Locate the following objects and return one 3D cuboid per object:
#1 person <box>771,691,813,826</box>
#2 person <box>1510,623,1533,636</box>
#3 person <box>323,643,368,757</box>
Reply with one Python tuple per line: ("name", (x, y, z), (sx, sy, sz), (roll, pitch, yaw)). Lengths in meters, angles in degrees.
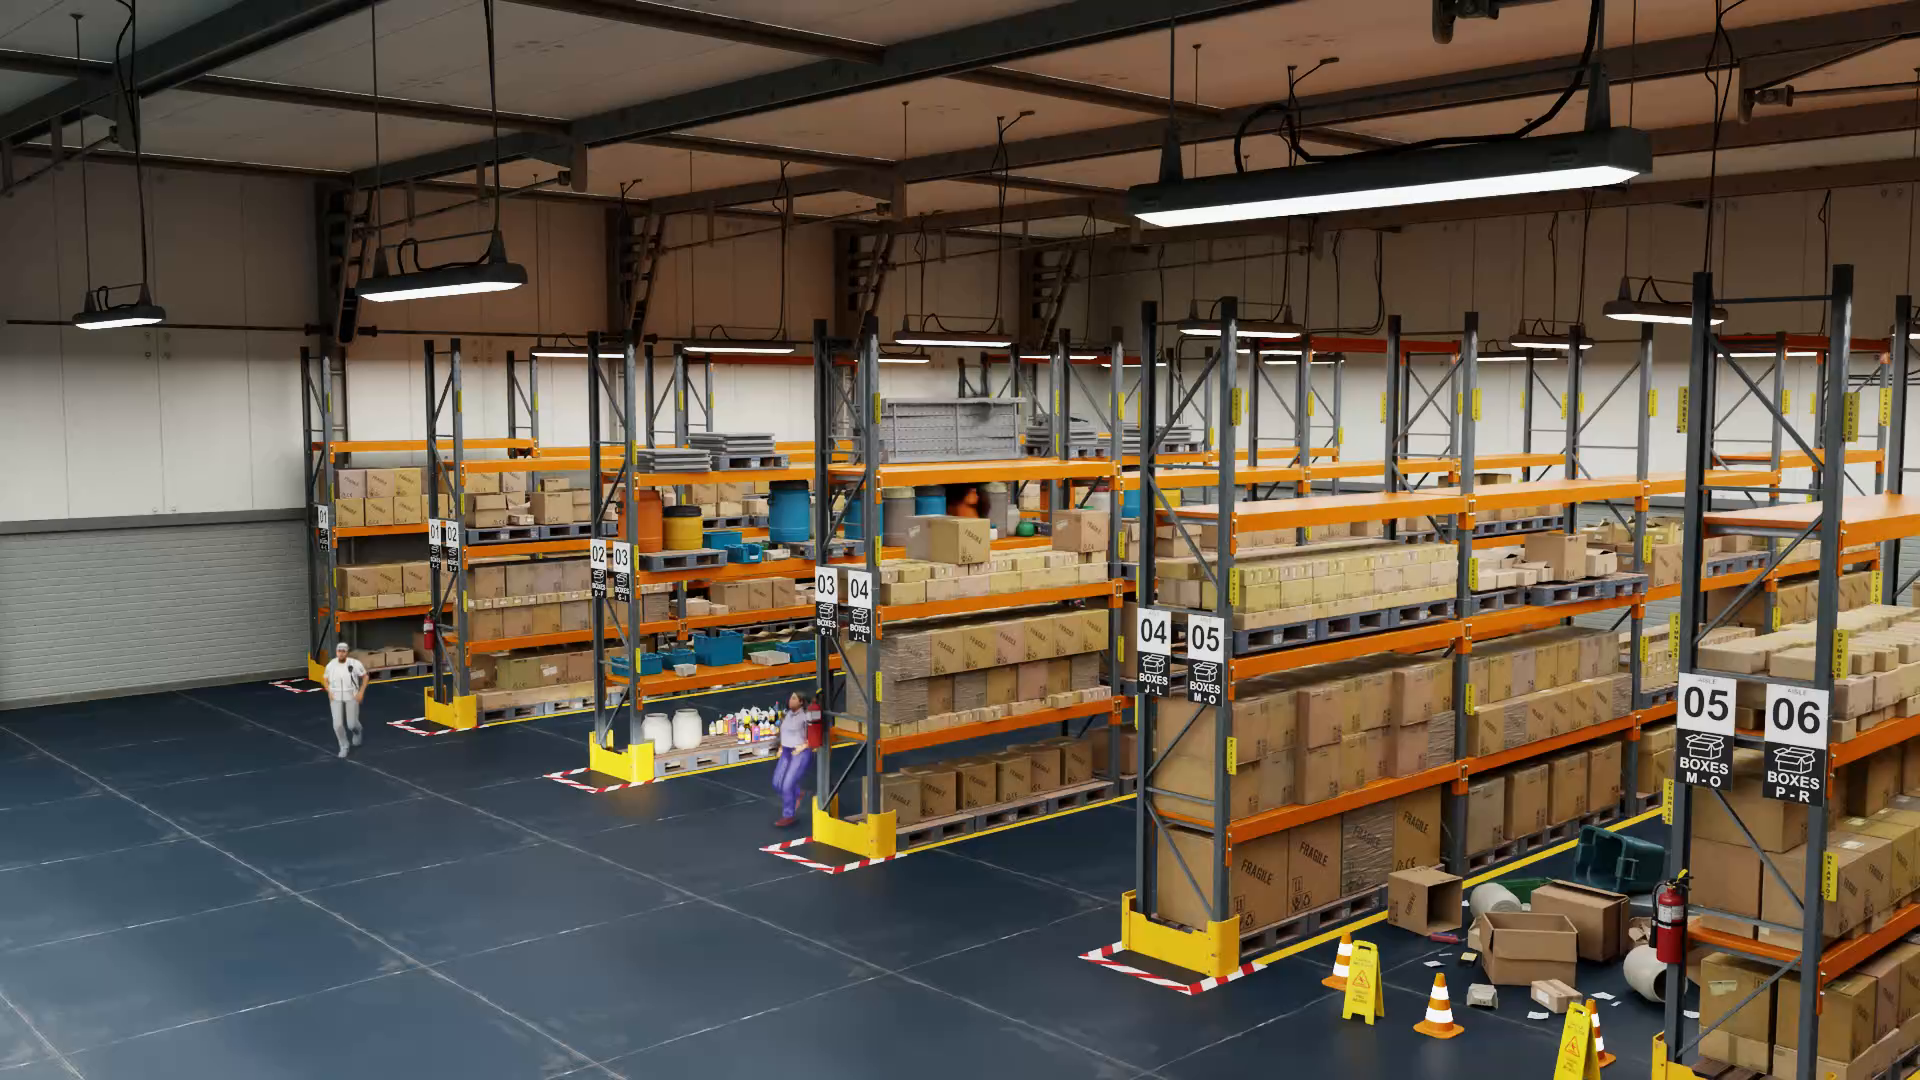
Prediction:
("person", (-2.003, 2.632, 20.031), (0.577, 1.572, 0.607), (-5, 7, -44))
("person", (8.663, 2.045, 25.651), (0.702, 1.738, 0.627), (5, 7, 42))
("person", (-8.814, 2.265, 23.876), (0.618, 1.624, 0.586), (-1, 5, -11))
